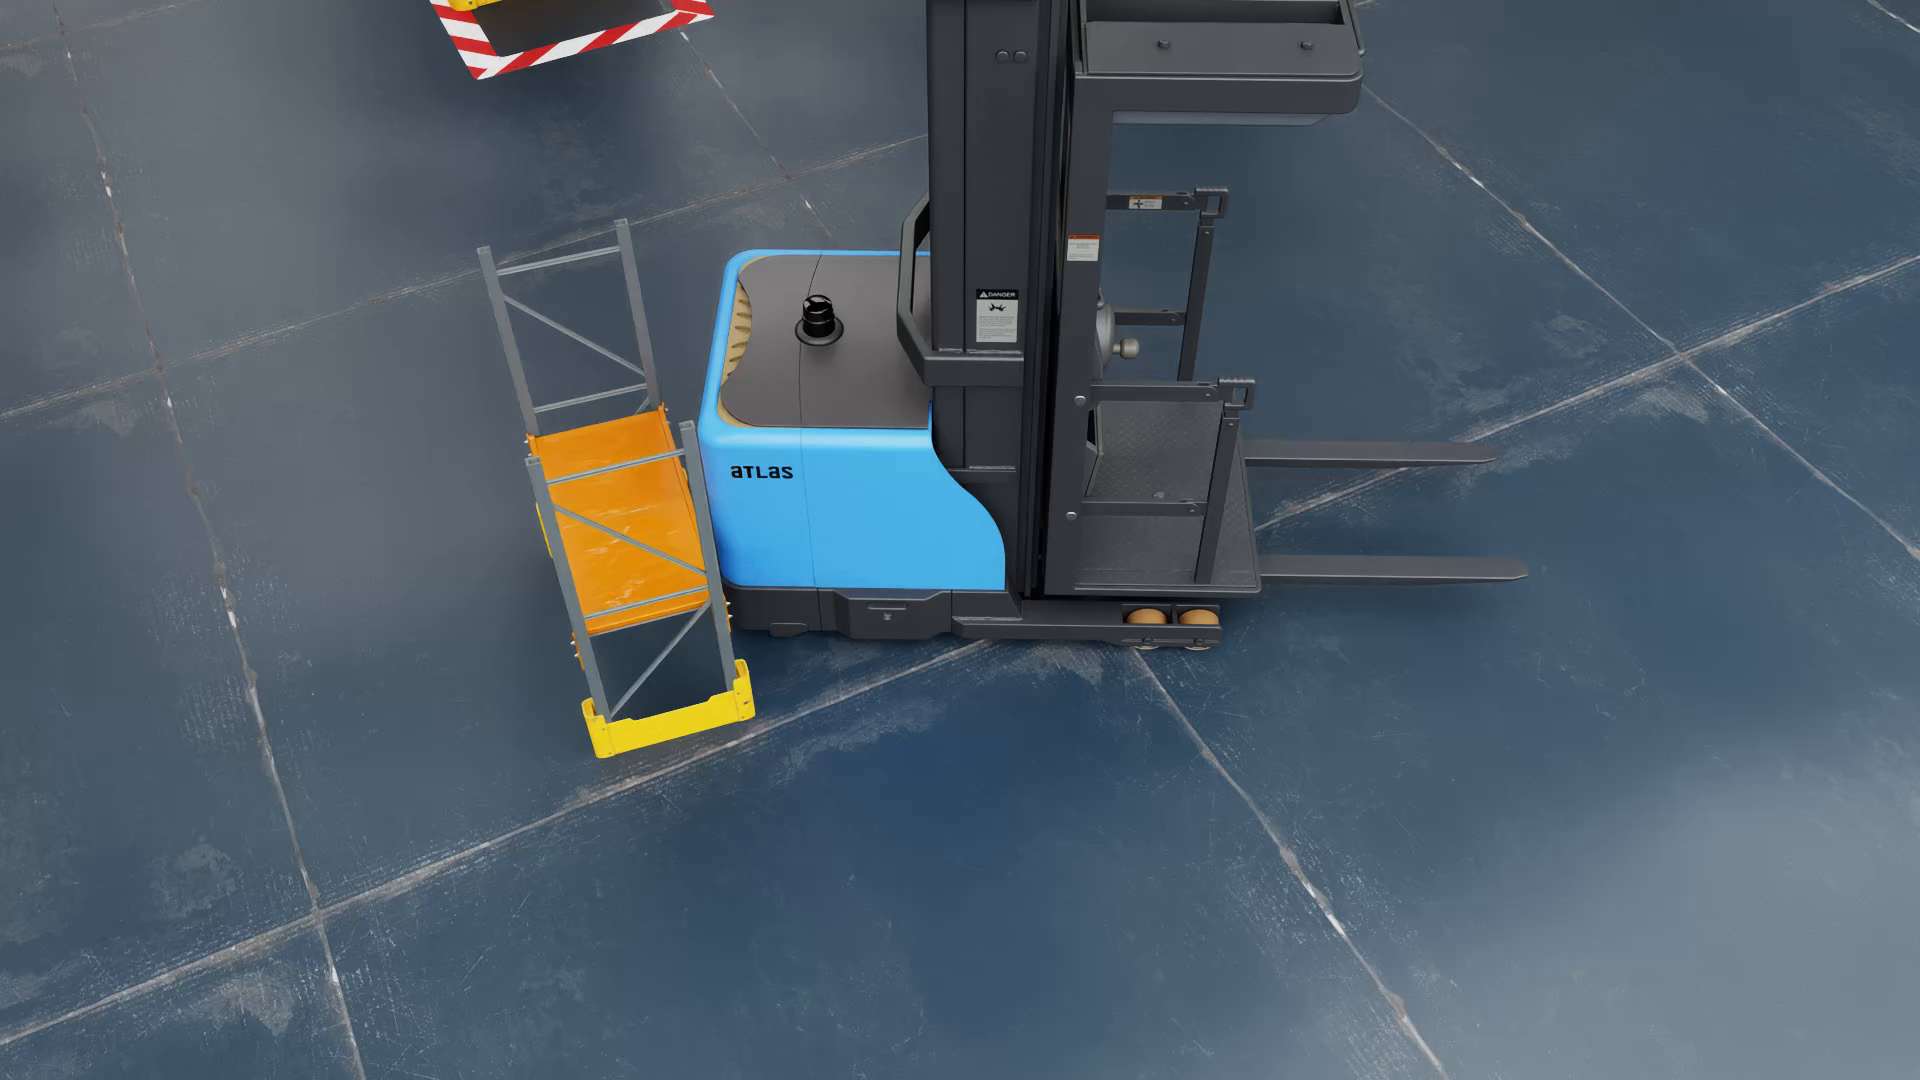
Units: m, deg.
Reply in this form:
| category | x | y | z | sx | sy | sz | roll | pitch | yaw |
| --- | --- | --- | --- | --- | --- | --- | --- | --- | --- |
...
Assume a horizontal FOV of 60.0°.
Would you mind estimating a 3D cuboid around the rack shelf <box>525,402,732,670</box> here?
| category | x | y | z | sx | sy | sz | roll | pitch | yaw |
| --- | --- | --- | --- | --- | --- | --- | --- | --- | --- |
| rack shelf | -1.192 | -0.038 | 5.918 | 0.538 | 0.185 | 1.000 | -14 | 50 | -12 |

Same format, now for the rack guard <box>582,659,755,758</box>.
| category | x | y | z | sx | sy | sz | roll | pitch | yaw |
| --- | --- | --- | --- | --- | --- | --- | --- | --- | --- |
| rack guard | -1.035 | 0.604 | 5.948 | 0.587 | 0.250 | 0.087 | -14 | 50 | -12 |

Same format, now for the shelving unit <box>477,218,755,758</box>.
| category | x | y | z | sx | sy | sz | roll | pitch | yaw |
| --- | --- | --- | --- | --- | --- | --- | --- | --- | --- |
| shelving unit | -1.195 | -0.162 | 5.788 | 0.587 | 1.500 | 1.083 | -14 | 50 | -12 |

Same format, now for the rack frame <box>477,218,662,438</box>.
| category | x | y | z | sx | sy | sz | roll | pitch | yaw |
| --- | --- | --- | --- | --- | --- | --- | --- | --- | --- |
| rack frame | -1.354 | -0.518 | 6.099 | 0.500 | 1.500 | 0.032 | -14 | 50 | -12 |

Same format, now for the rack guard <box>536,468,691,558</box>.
| category | x | y | z | sx | sy | sz | roll | pitch | yaw |
| --- | --- | --- | --- | --- | --- | --- | --- | --- | --- |
| rack guard | -1.354 | -0.106 | 6.569 | 0.587 | 0.250 | 0.087 | -14 | 50 | -12 |

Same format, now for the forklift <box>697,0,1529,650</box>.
| category | x | y | z | sx | sy | sz | roll | pitch | yaw |
| --- | --- | --- | --- | --- | --- | --- | --- | --- | --- |
| forklift | 0.624 | -0.956 | 5.532 | 3.031 | 2.935 | 1.130 | 1 | 49 | 1 |

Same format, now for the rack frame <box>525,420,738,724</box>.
| category | x | y | z | sx | sy | sz | roll | pitch | yaw |
| --- | --- | --- | --- | --- | --- | --- | --- | --- | --- |
| rack frame | -1.030 | 0.207 | 5.465 | 0.500 | 1.500 | 0.032 | -14 | 50 | -12 |

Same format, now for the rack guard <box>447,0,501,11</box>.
| category | x | y | z | sx | sy | sz | roll | pitch | yaw |
| --- | --- | --- | --- | --- | --- | --- | --- | --- | --- |
| rack guard | -2.349 | -3.390 | 9.275 | 1.175 | 0.500 | 0.348 | -21 | 52 | -18 |
